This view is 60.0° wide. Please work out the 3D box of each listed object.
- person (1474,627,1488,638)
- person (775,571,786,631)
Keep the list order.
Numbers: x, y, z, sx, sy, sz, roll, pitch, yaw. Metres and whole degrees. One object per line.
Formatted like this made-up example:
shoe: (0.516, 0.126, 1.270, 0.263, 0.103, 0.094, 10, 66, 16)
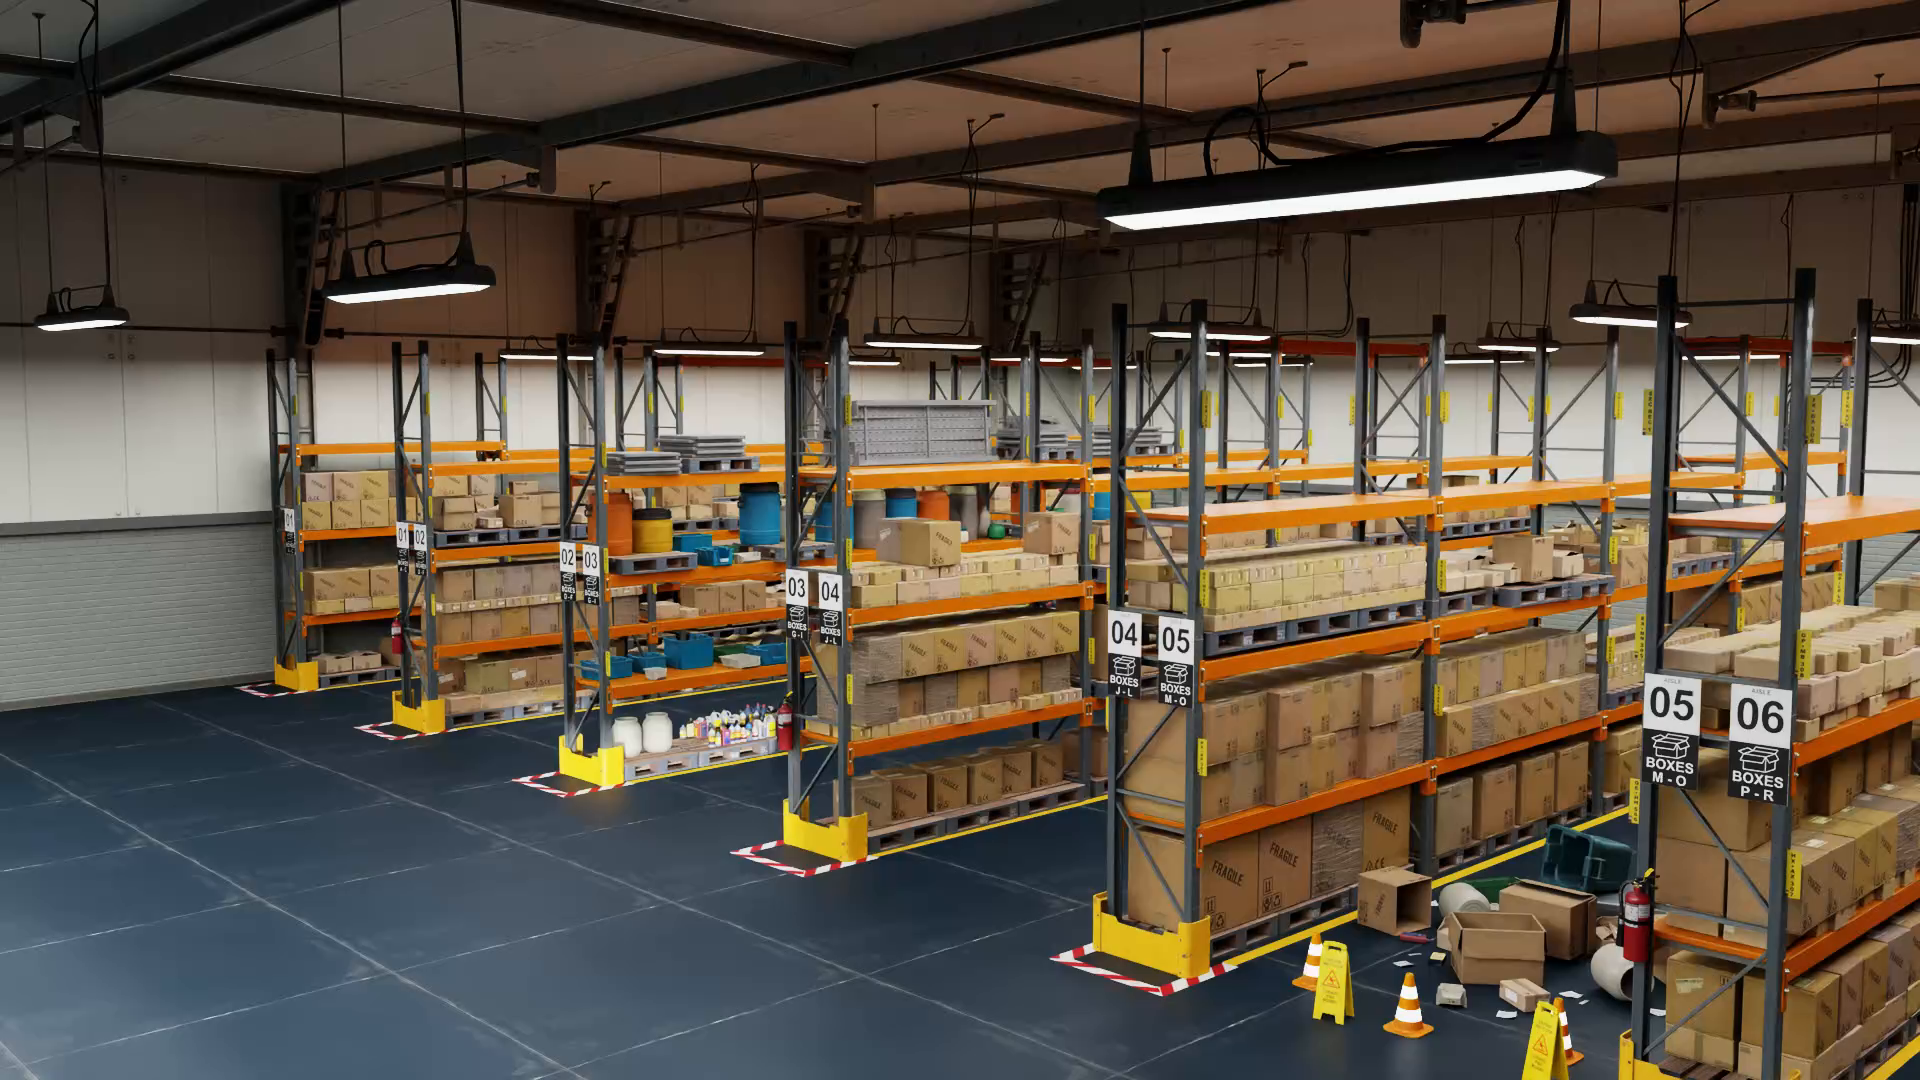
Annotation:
person: (7.973, 2.053, 25.763, 0.616, 1.760, 0.558, 4, 6, 39)
person: (-3.477, 1.470, 33.234, 0.400, 1.735, 0.510, 4, 6, 40)
